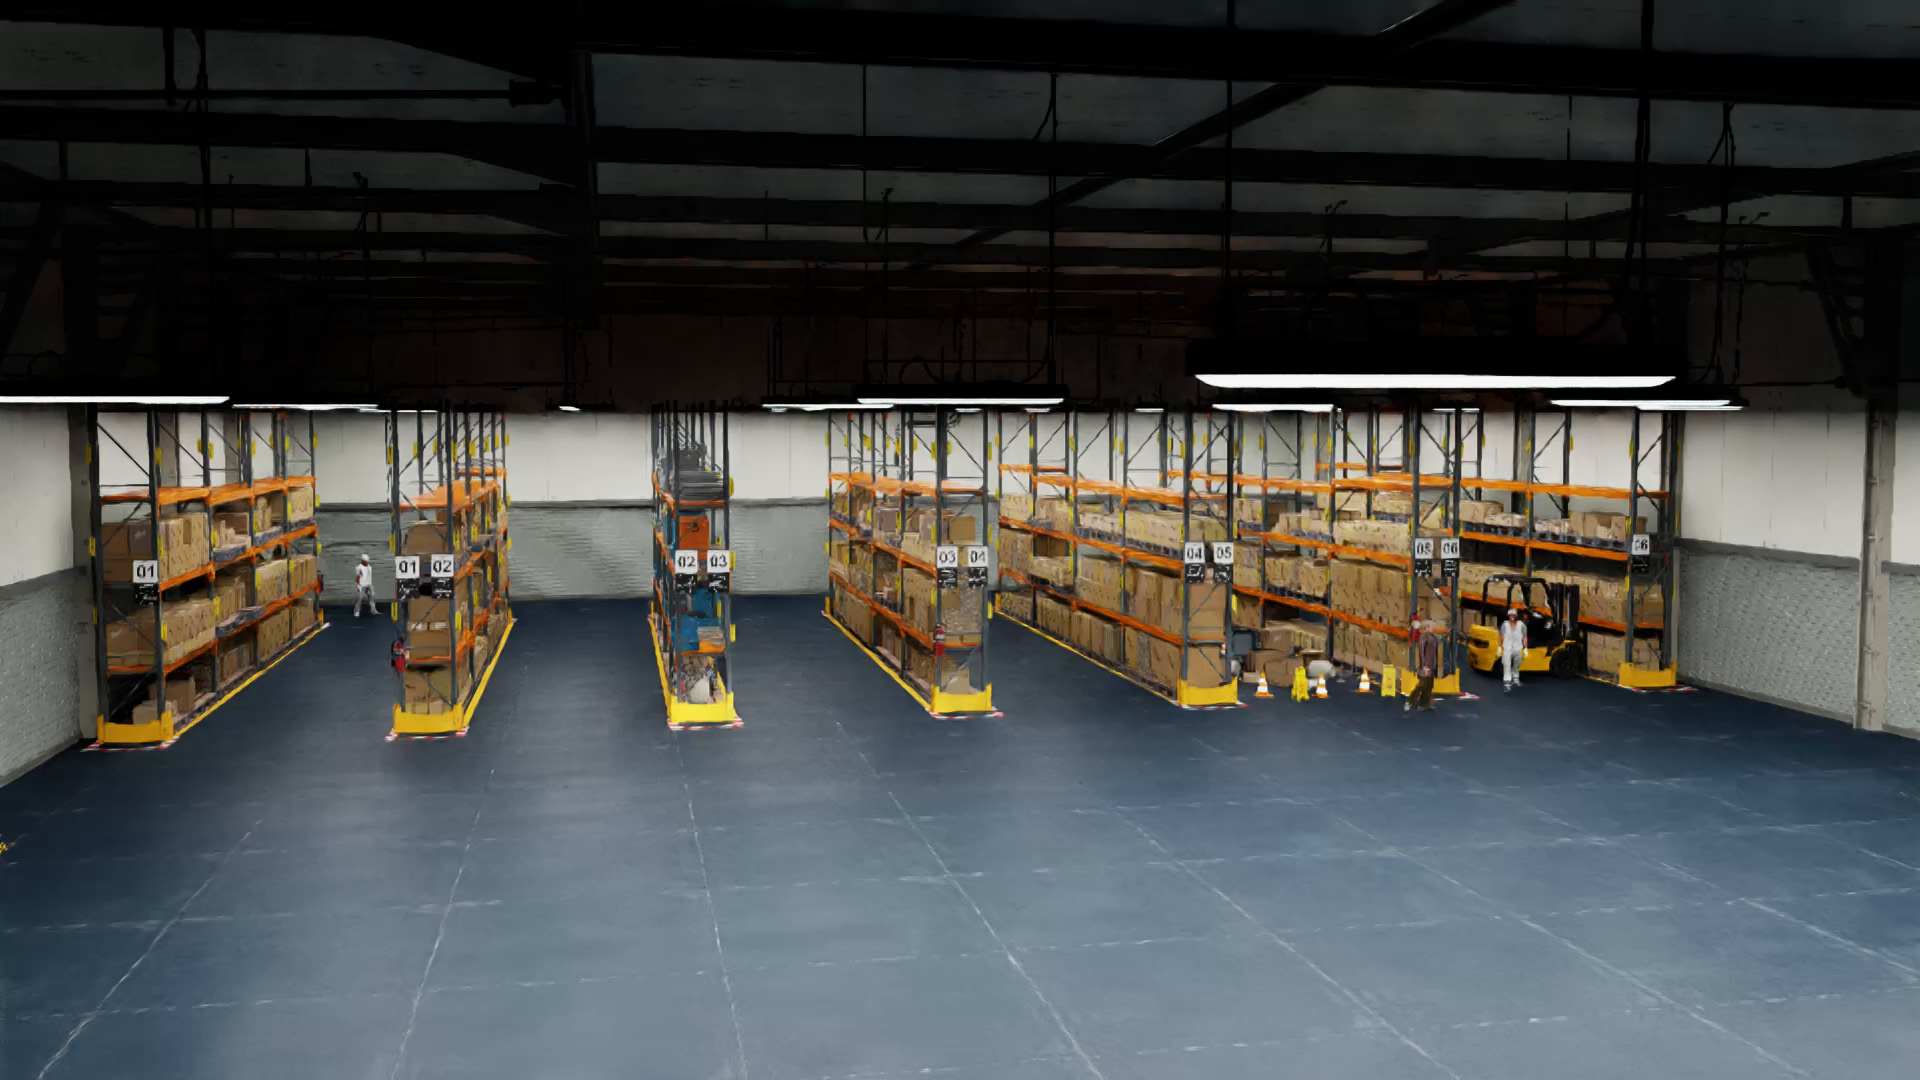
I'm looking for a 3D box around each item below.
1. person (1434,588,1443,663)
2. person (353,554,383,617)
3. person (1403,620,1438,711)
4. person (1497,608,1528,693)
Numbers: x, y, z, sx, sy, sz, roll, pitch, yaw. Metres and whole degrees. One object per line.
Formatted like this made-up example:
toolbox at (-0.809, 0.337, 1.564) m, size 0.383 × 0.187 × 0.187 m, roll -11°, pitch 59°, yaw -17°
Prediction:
person at (10.774, 1.968, 37.917) m, size 0.494 × 1.775 × 0.578 m, roll 1°, pitch 5°, yaw 18°
person at (-16.816, 1.273, 47.087) m, size 0.568 × 1.775 × 0.738 m, roll 2°, pitch 5°, yaw 27°
person at (8.864, 2.428, 31.996) m, size 0.521 × 1.770 × 0.791 m, roll 3°, pitch 5°, yaw 38°
person at (11.443, 2.263, 34.445) m, size 0.605 × 1.753 × 0.991 m, roll 1°, pitch 4°, yaw 14°
